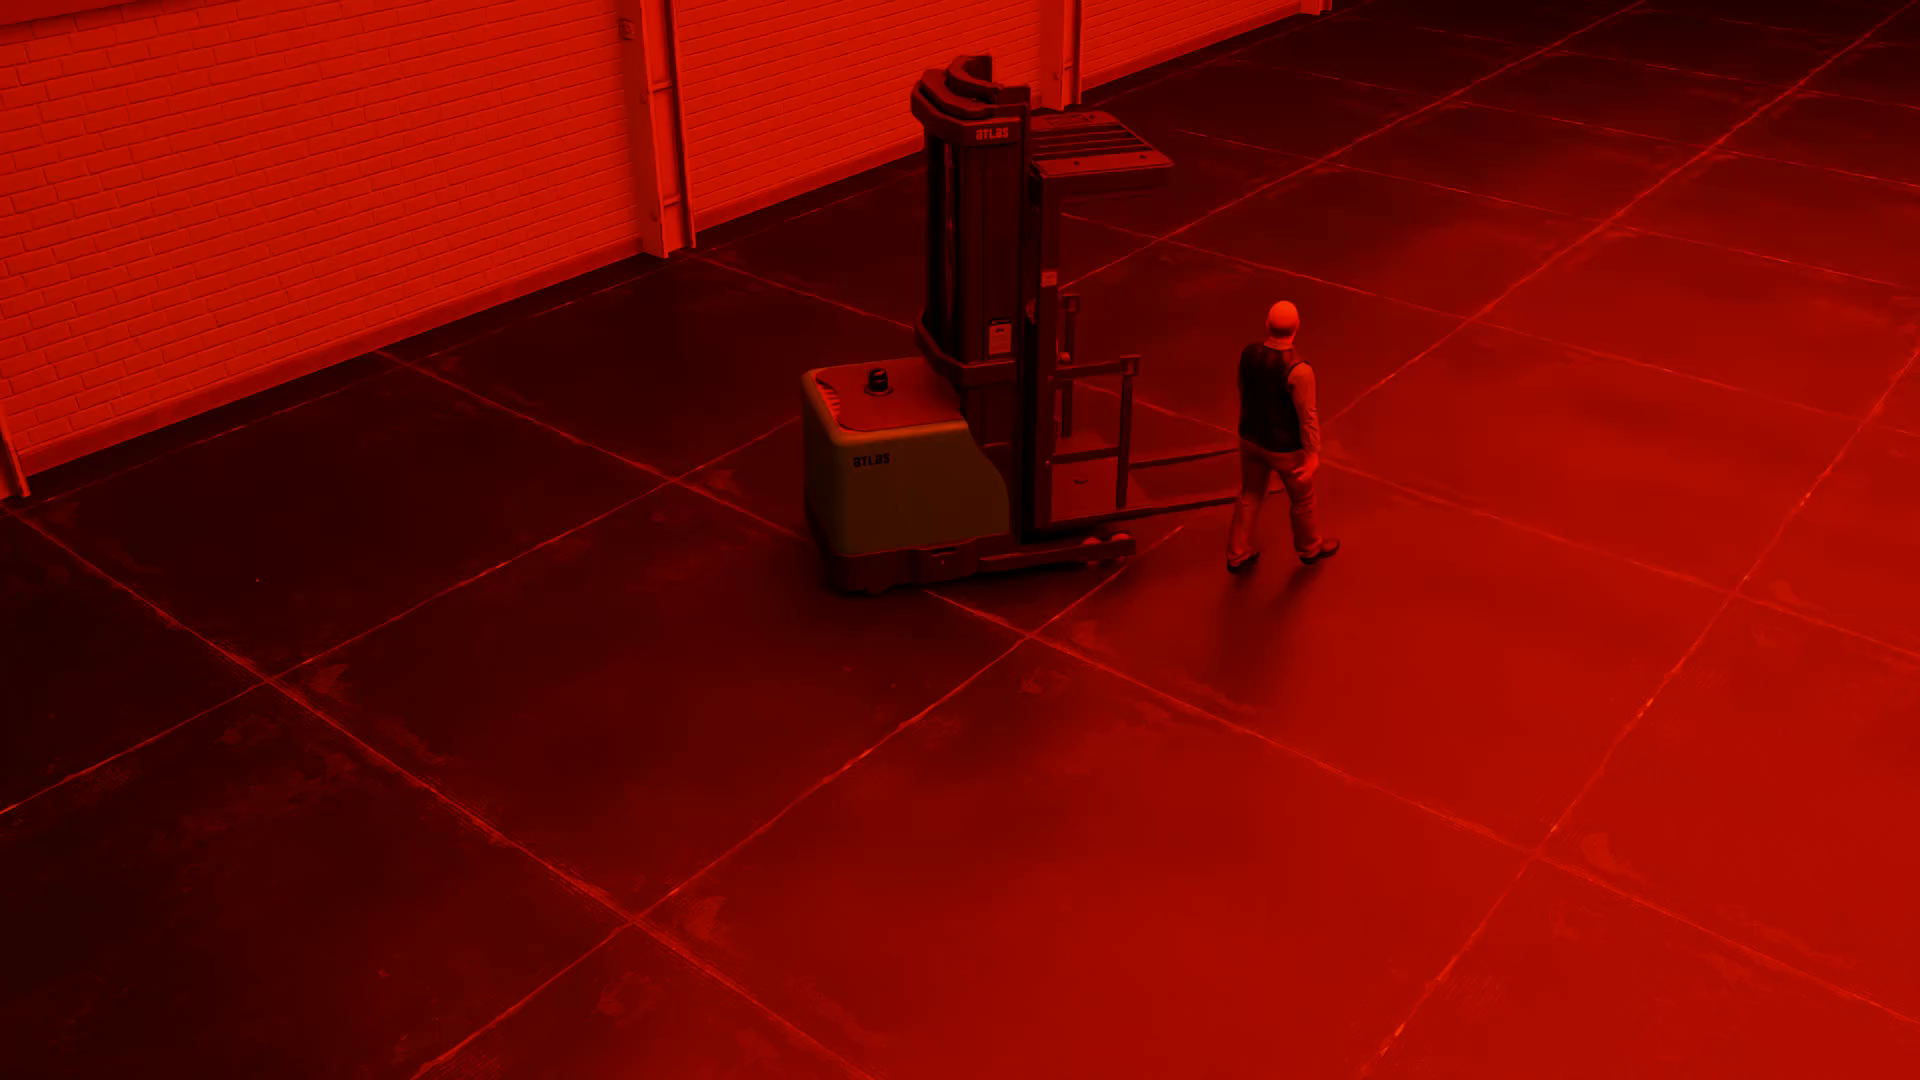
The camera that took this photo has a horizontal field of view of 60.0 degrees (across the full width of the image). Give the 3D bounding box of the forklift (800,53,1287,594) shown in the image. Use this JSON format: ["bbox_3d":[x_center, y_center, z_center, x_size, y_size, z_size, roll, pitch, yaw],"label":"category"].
[{"bbox_3d":[0.585,-1.358,9.918,3.031,2.935,1.130,-8,31,-14],"label":"forklift"}]

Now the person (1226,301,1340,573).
[{"bbox_3d":[1.935,-0.623,9.808,0.725,1.702,0.671,-25,38,-36],"label":"person"}]
